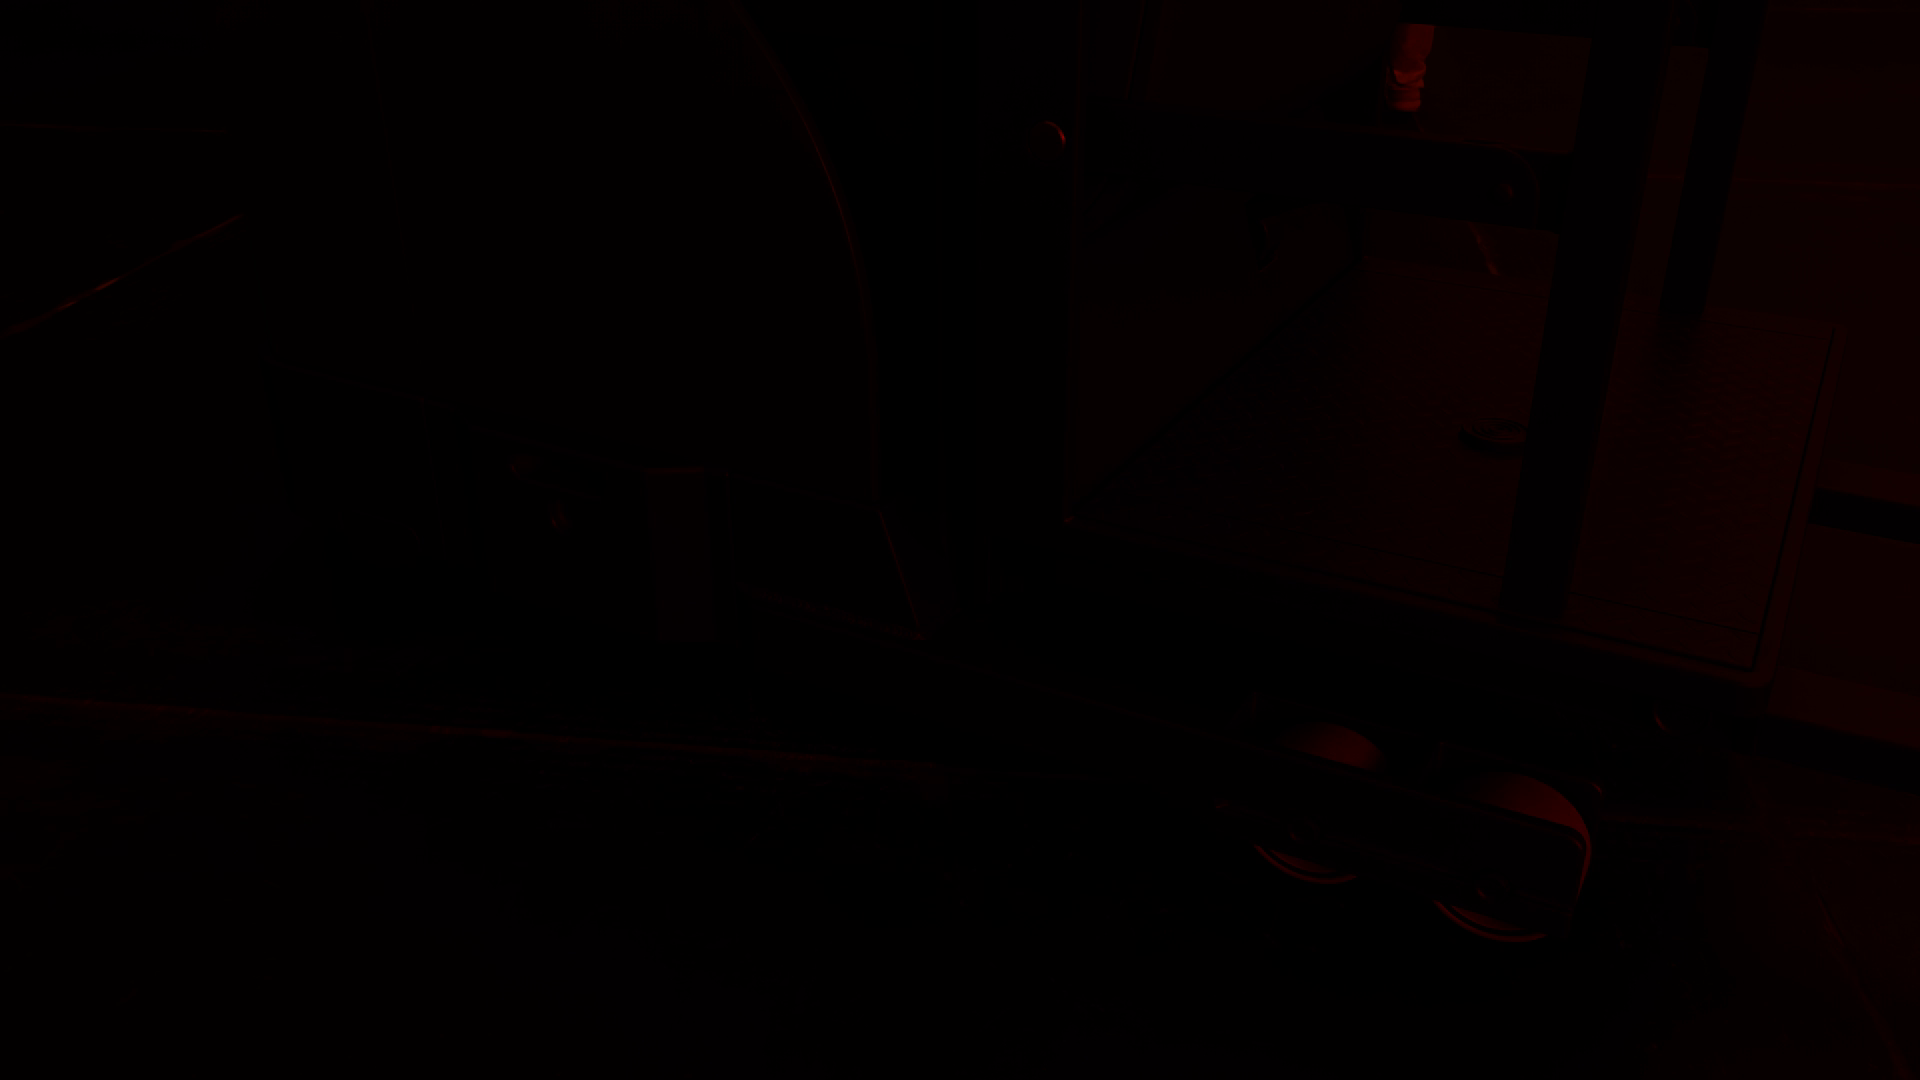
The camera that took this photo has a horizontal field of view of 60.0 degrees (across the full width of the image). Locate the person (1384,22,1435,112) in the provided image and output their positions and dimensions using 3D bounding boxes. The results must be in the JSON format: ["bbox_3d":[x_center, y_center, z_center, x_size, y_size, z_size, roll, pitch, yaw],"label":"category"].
[{"bbox_3d":[1.308,-2.118,4.790,0.829,1.747,0.583,1,27,2],"label":"person"}]

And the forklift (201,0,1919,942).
[{"bbox_3d":[0.546,-1.177,1.576,3.031,2.935,1.130,14,30,26],"label":"forklift"}]
